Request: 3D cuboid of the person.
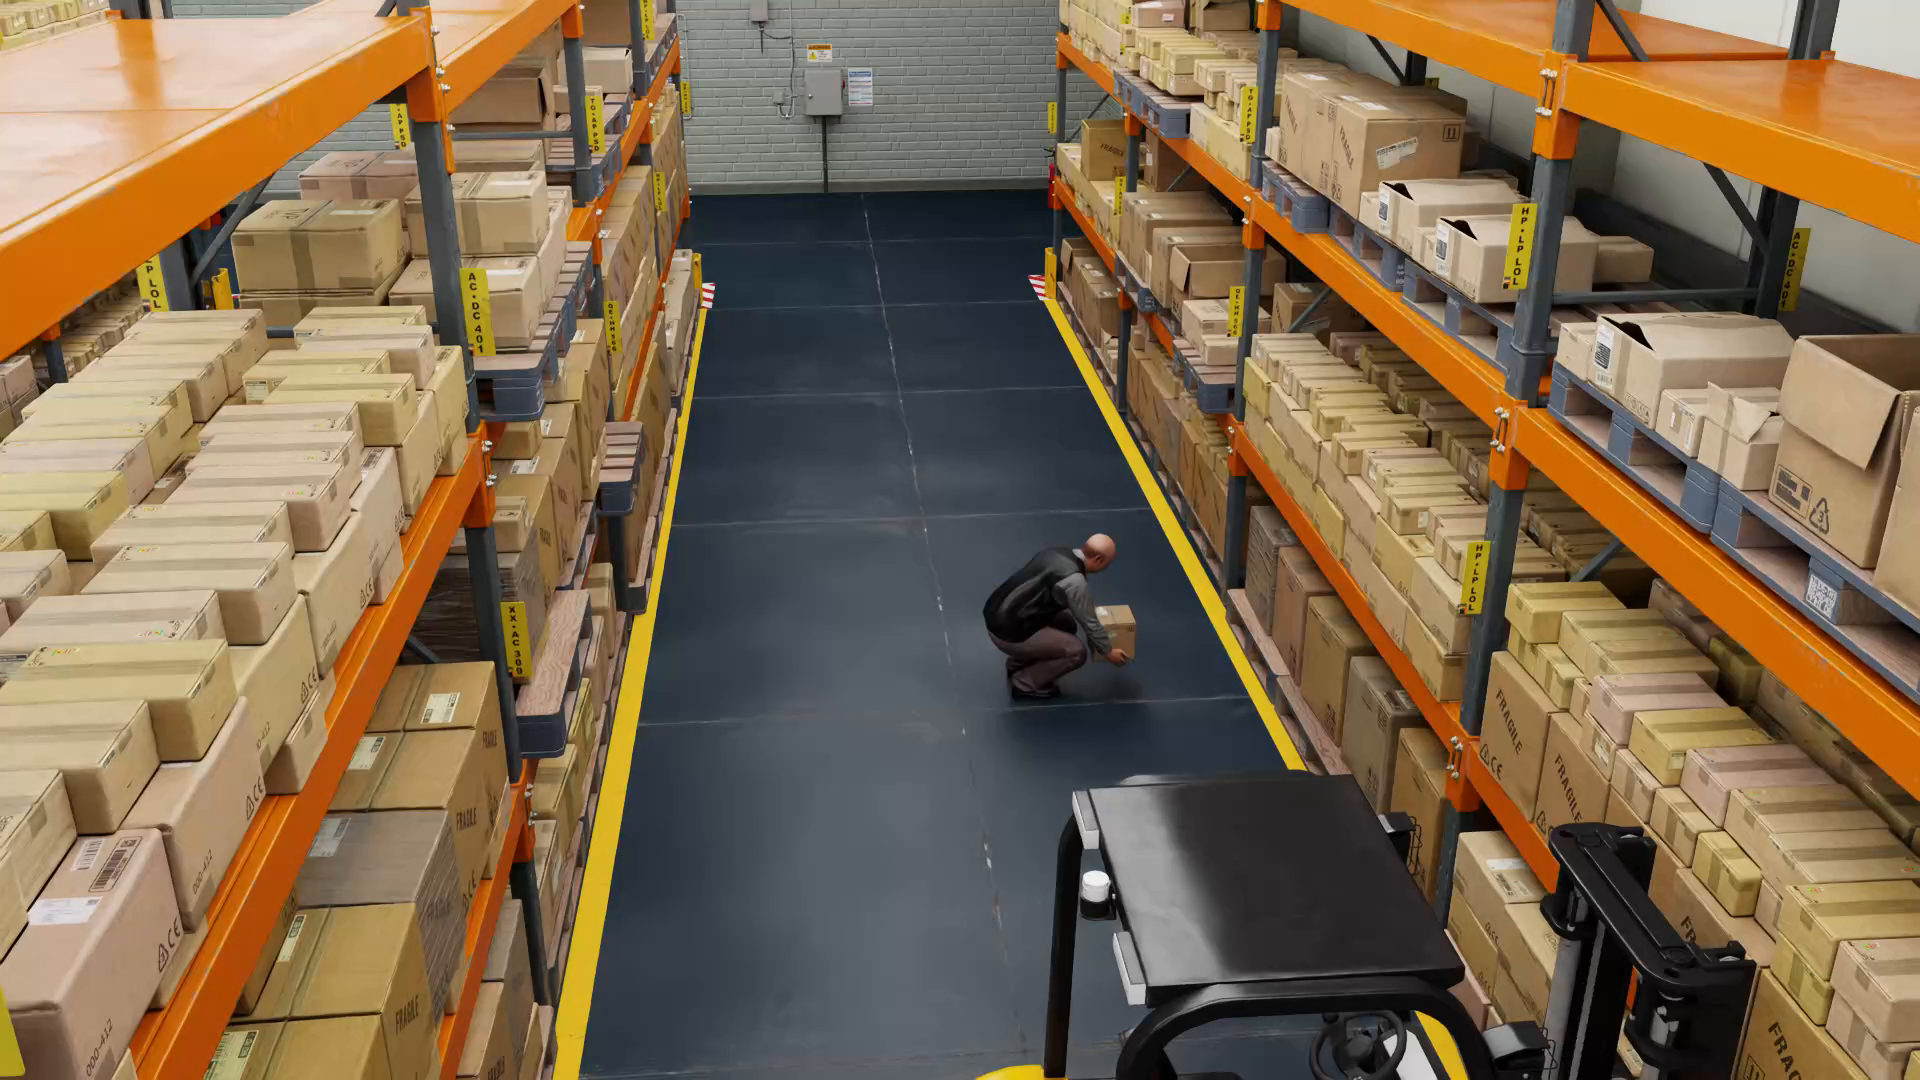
[{"bbox_3d":[0.579,0.440,10.082,0.874,0.963,0.540,-2,24,-5],"label":"person"}]
